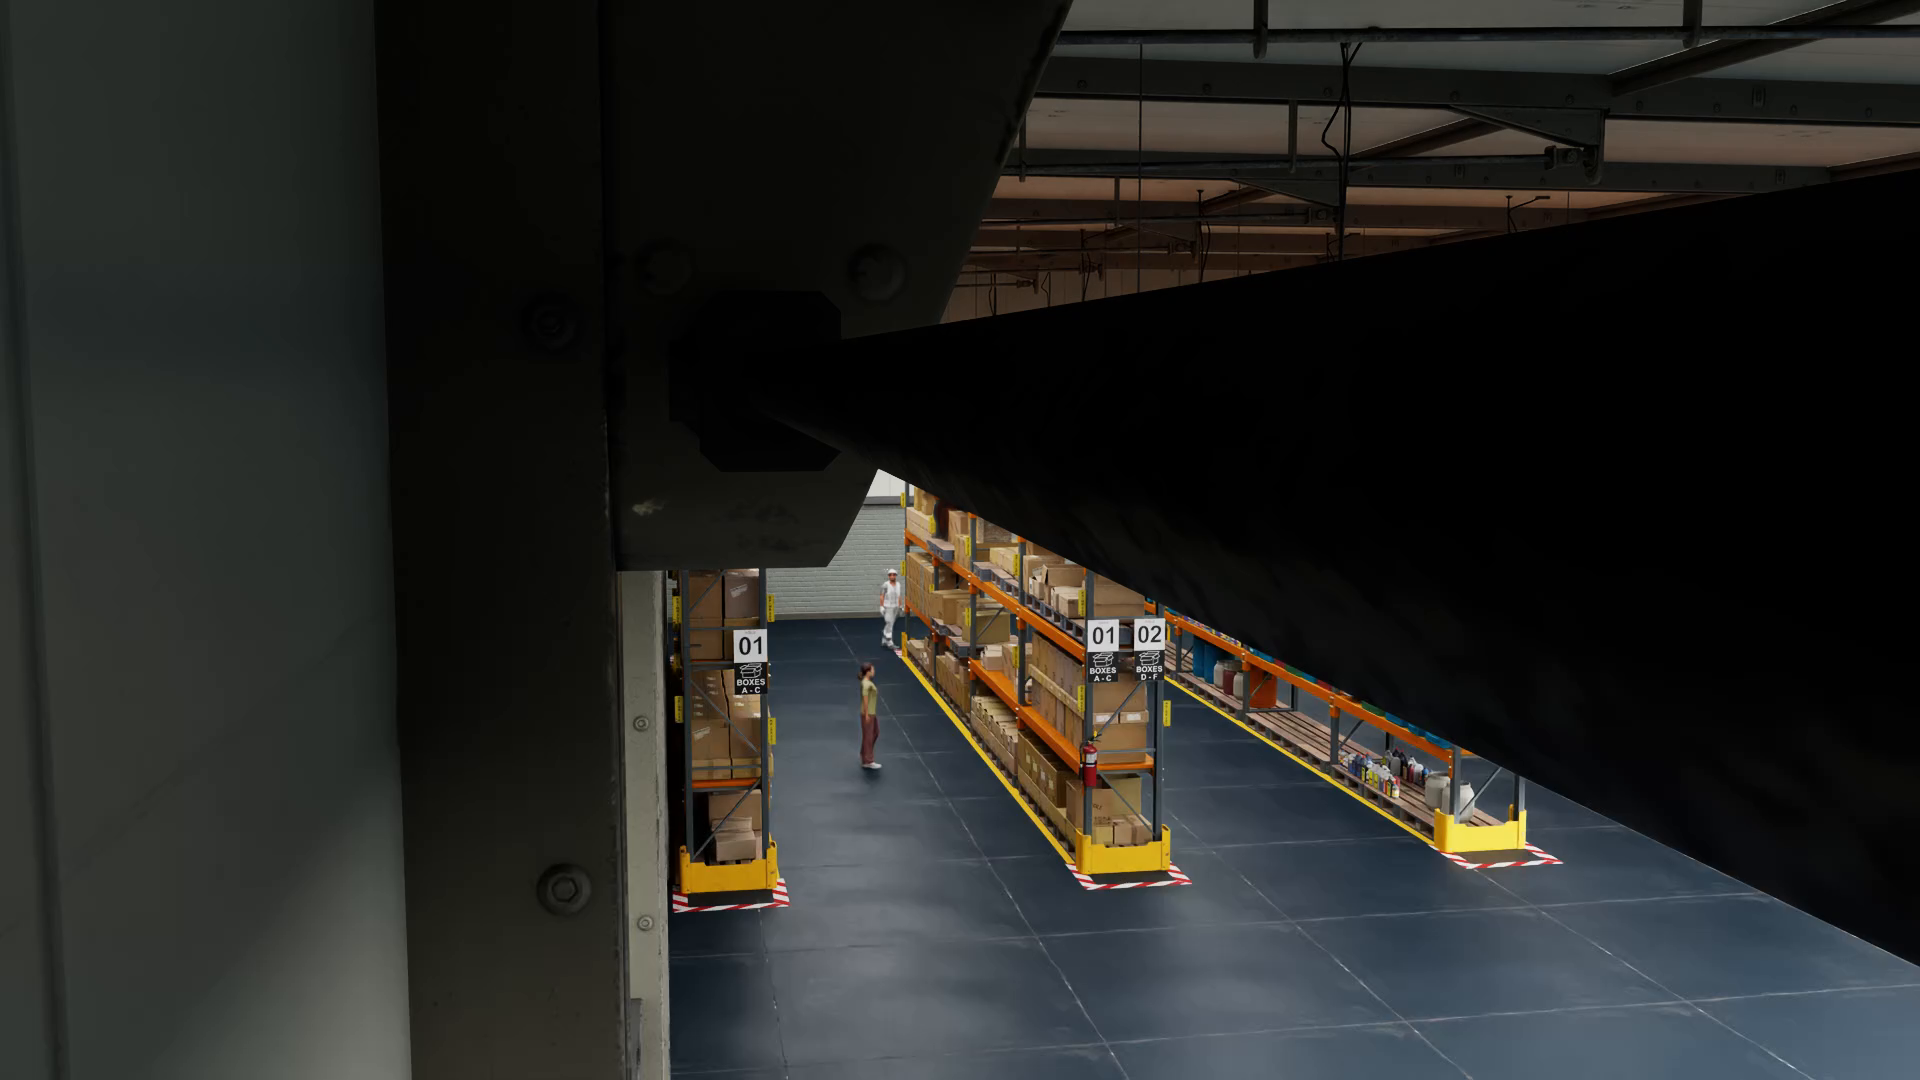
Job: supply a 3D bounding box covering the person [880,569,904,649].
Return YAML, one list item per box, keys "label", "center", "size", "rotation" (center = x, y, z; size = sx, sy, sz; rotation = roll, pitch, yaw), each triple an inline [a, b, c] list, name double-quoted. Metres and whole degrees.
- label: "person"
  center: [-1.510, 1.552, 37.582]
  size: [0.586, 1.782, 0.593]
  rotation: [4, 7, 35]

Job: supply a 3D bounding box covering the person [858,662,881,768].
- label: "person"
  center: [-1.446, 2.783, 26.387]
  size: [0.376, 1.704, 0.518]
  rotation: [-1, 6, -5]

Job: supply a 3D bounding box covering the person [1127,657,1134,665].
- label: "person"
  center: [2.839, 2.699, 27.379]
  size: [0.373, 1.606, 0.544]
  rotation: [-3, 7, -25]
